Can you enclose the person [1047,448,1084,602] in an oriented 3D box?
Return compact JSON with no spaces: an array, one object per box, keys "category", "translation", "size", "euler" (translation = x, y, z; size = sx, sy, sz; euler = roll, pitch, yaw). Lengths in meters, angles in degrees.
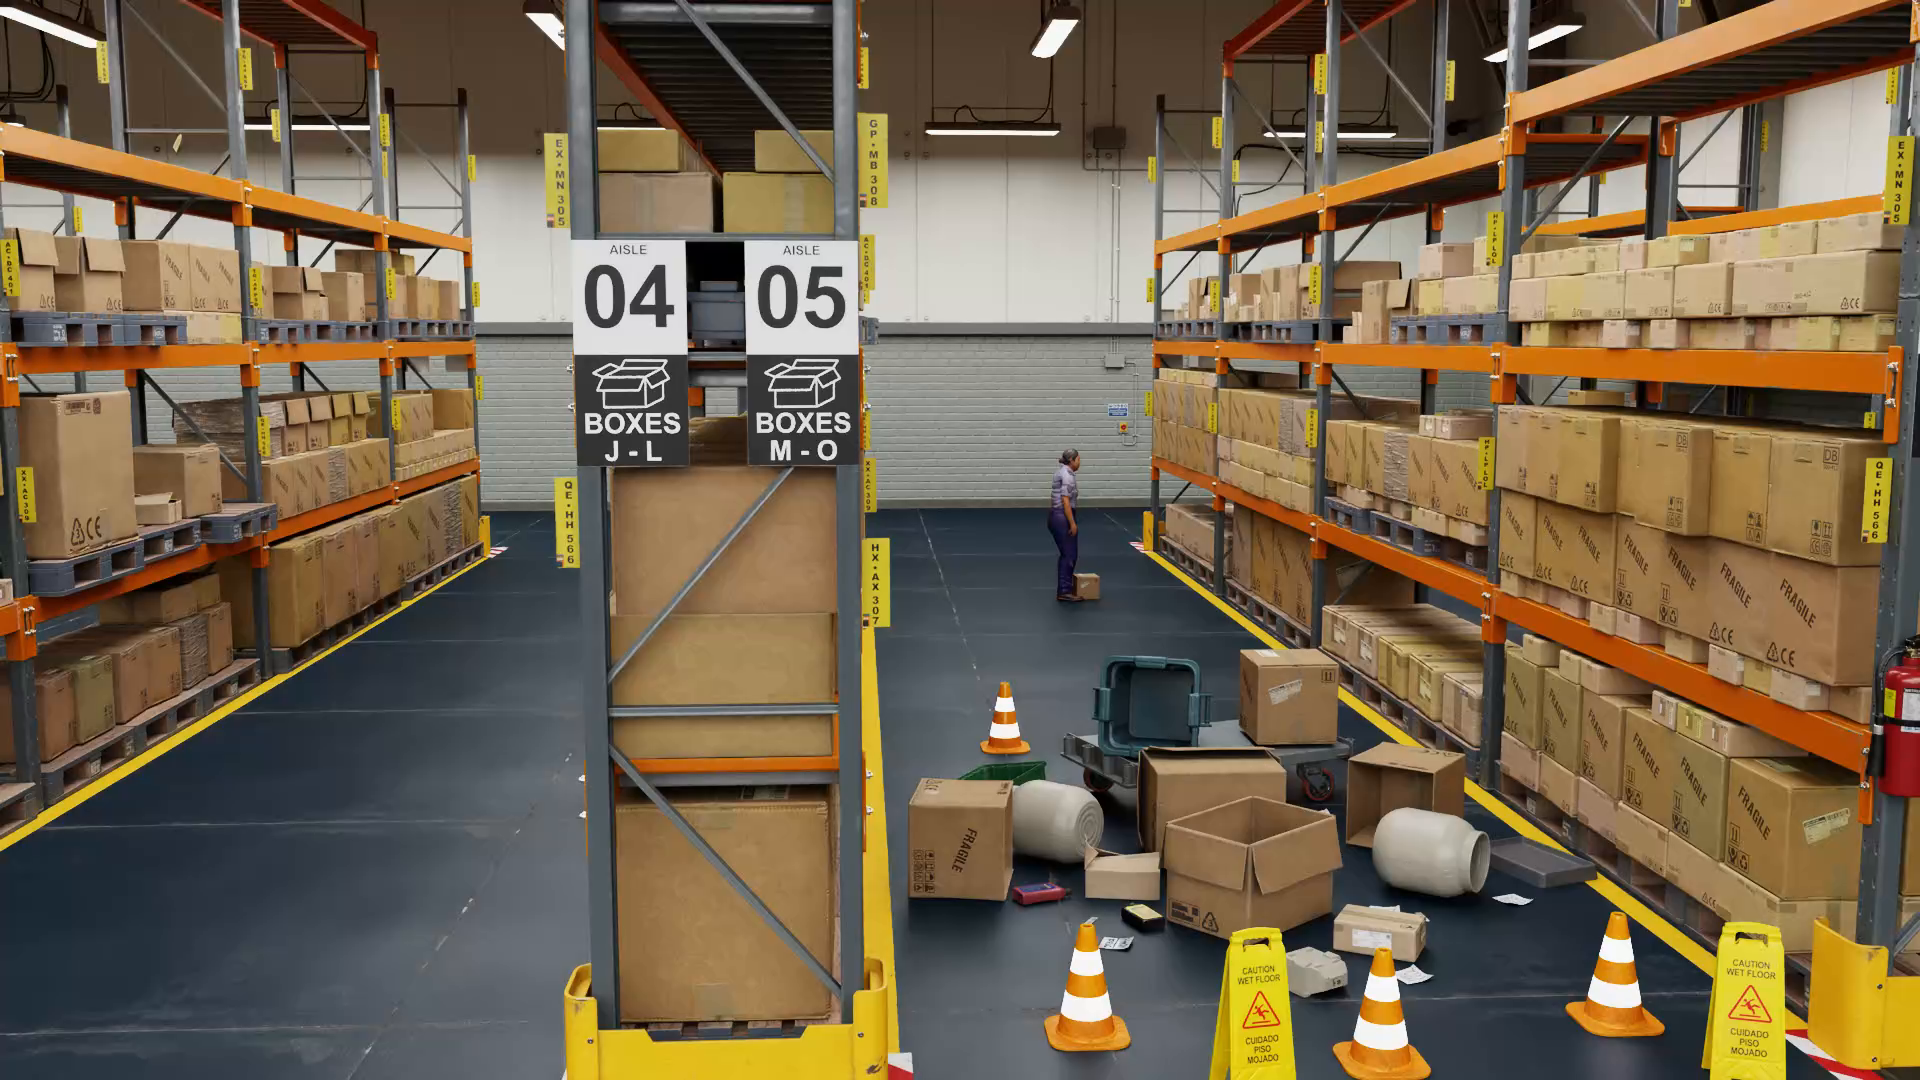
[{"category":"person","translation":[1.181,-0.180,18.251],"size":[0.418,1.653,0.562],"euler":[-1,7,-6]}]
